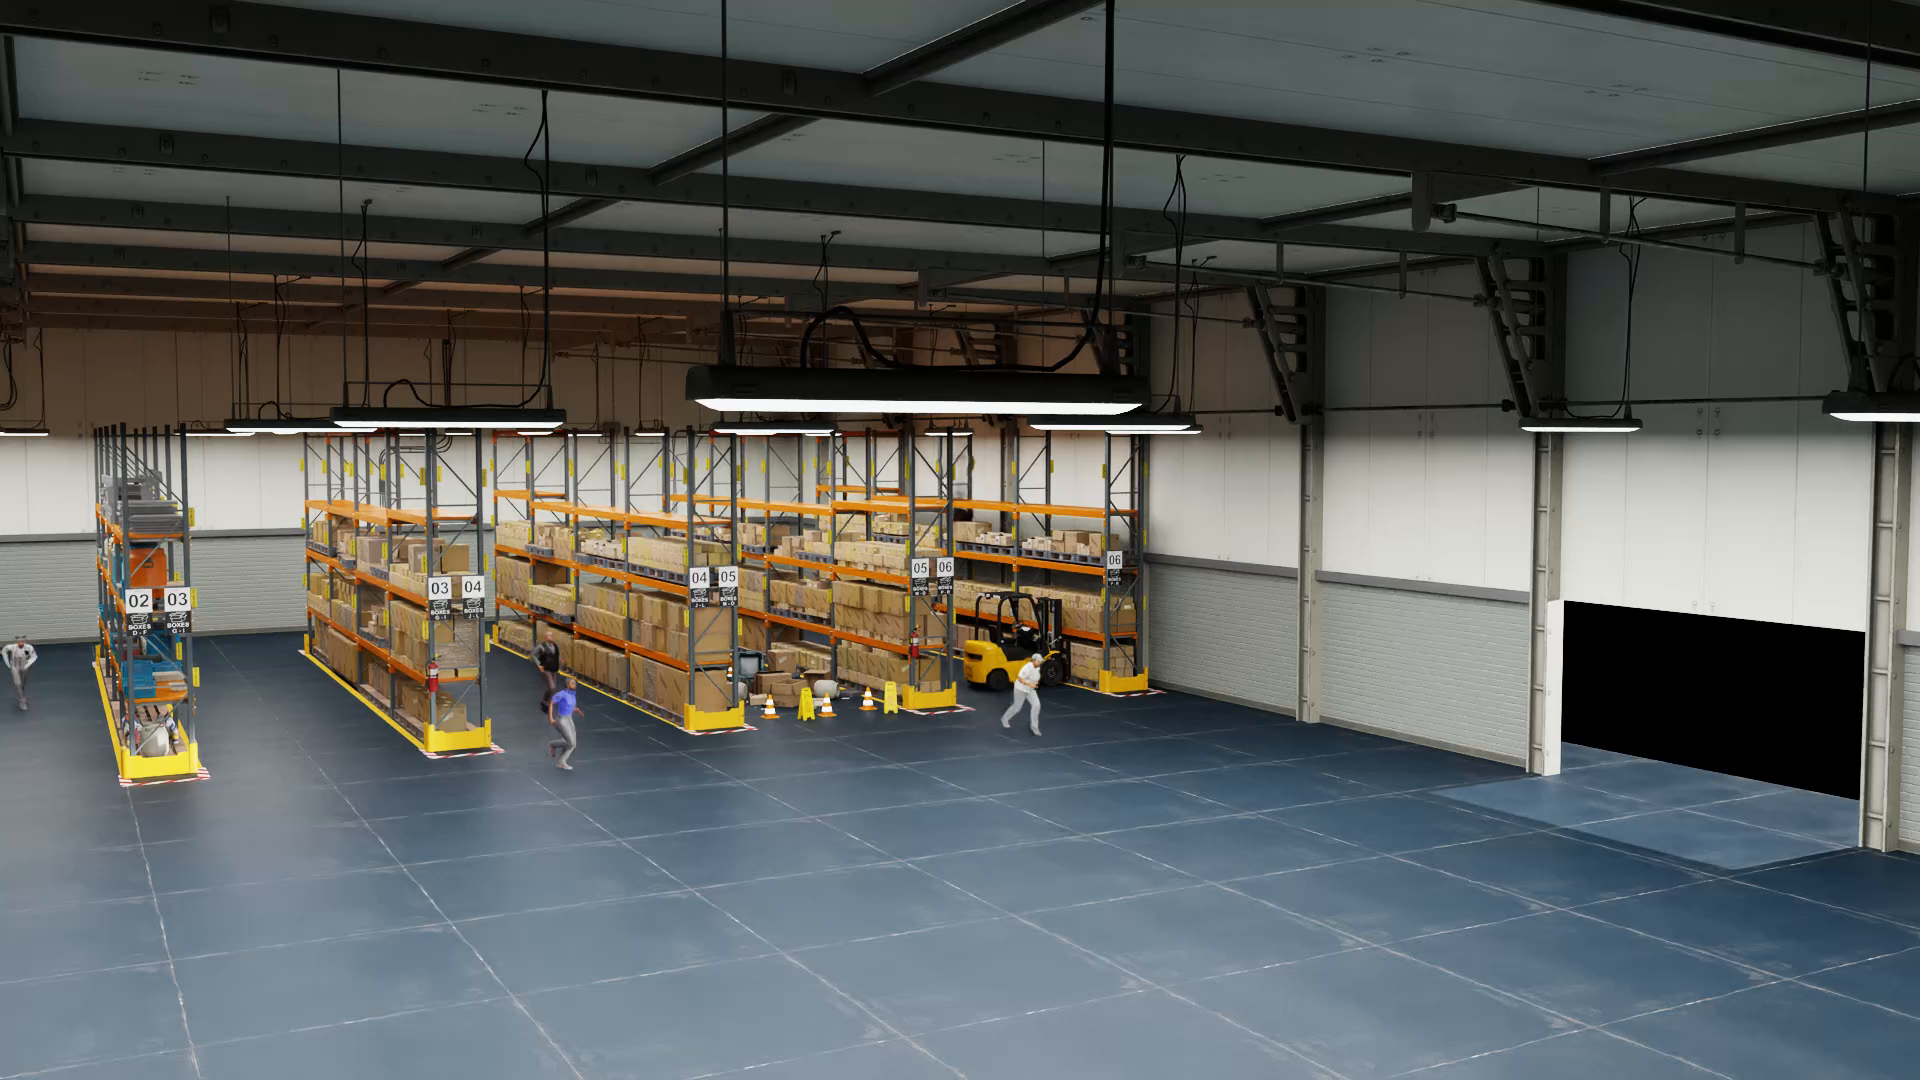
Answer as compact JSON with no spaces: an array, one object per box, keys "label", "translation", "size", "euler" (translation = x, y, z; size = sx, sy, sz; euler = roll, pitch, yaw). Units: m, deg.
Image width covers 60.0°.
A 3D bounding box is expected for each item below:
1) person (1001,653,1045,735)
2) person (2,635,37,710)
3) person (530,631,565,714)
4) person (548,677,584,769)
[{"label":"person","translation":[1.239,2.992,32.498],"size":[1.033,1.628,0.647],"euler":[3,4,38]},{"label":"person","translation":[-20.083,2.799,35.522],"size":[0.655,1.628,0.980],"euler":[-2,4,-31]},{"label":"person","translation":[-8.574,2.769,34.762],"size":[0.696,1.715,0.634],"euler":[3,4,37]},{"label":"person","translation":[-6.854,3.194,28.928],"size":[0.647,1.595,0.615],"euler":[1,4,18]}]
